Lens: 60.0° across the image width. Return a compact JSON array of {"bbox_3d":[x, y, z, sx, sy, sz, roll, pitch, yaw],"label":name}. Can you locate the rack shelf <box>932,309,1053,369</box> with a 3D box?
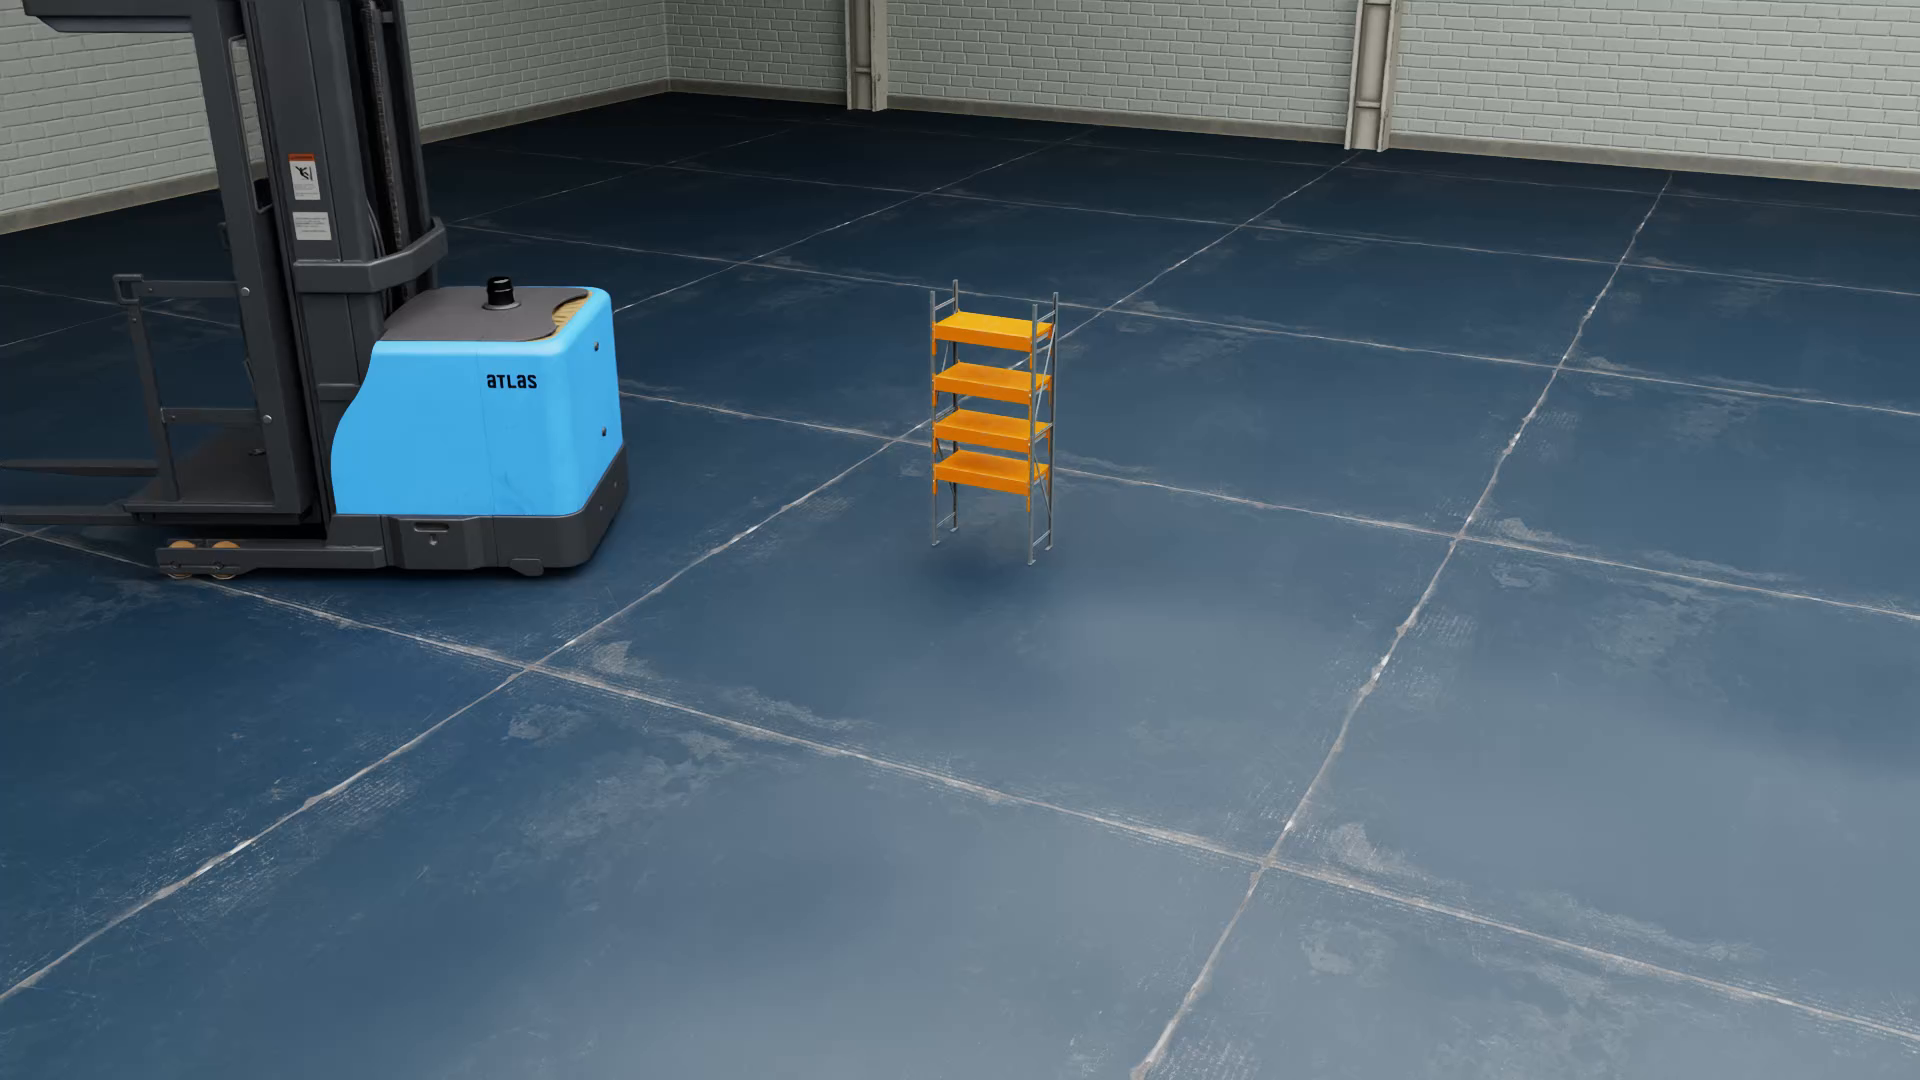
[{"bbox_3d":[0.148,-0.885,7.293,0.480,0.148,0.258,11,25,25],"label":"rack shelf"}]

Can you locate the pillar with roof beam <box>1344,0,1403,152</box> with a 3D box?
[{"bbox_3d":[2.308,-6.737,12.092,0.400,9.000,9.100,11,25,25],"label":"pillar with roof beam"}]

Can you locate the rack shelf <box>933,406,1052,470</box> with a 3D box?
[{"bbox_3d":[0.148,-0.461,7.473,0.480,0.148,0.258,11,25,25],"label":"rack shelf"}]

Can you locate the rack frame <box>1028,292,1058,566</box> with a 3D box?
[{"bbox_3d":[0.365,-0.480,7.345,0.015,1.200,0.240,11,25,25],"label":"rack frame"}]

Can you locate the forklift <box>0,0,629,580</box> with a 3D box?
[{"bbox_3d":[-3.146,-1.380,7.250,3.031,2.935,1.130,1,23,1],"label":"forklift"}]

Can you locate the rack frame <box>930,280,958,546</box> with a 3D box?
[{"bbox_3d":[-0.070,-0.566,7.548,0.015,1.200,0.240,11,25,25],"label":"rack frame"}]

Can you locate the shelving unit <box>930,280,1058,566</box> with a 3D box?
[{"bbox_3d":[0.148,-0.523,7.446,0.503,1.200,0.258,11,25,25],"label":"shelving unit"}]

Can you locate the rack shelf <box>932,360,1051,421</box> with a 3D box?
[{"bbox_3d":[0.148,-0.667,7.385,0.480,0.148,0.258,11,25,25],"label":"rack shelf"}]

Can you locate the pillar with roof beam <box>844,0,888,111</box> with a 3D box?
[{"bbox_3d":[-3.047,-7.796,14.583,0.400,9.000,9.100,11,25,25],"label":"pillar with roof beam"}]

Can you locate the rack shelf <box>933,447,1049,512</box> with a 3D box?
[{"bbox_3d":[0.148,-0.278,7.551,0.480,0.148,0.258,11,25,25],"label":"rack shelf"}]
